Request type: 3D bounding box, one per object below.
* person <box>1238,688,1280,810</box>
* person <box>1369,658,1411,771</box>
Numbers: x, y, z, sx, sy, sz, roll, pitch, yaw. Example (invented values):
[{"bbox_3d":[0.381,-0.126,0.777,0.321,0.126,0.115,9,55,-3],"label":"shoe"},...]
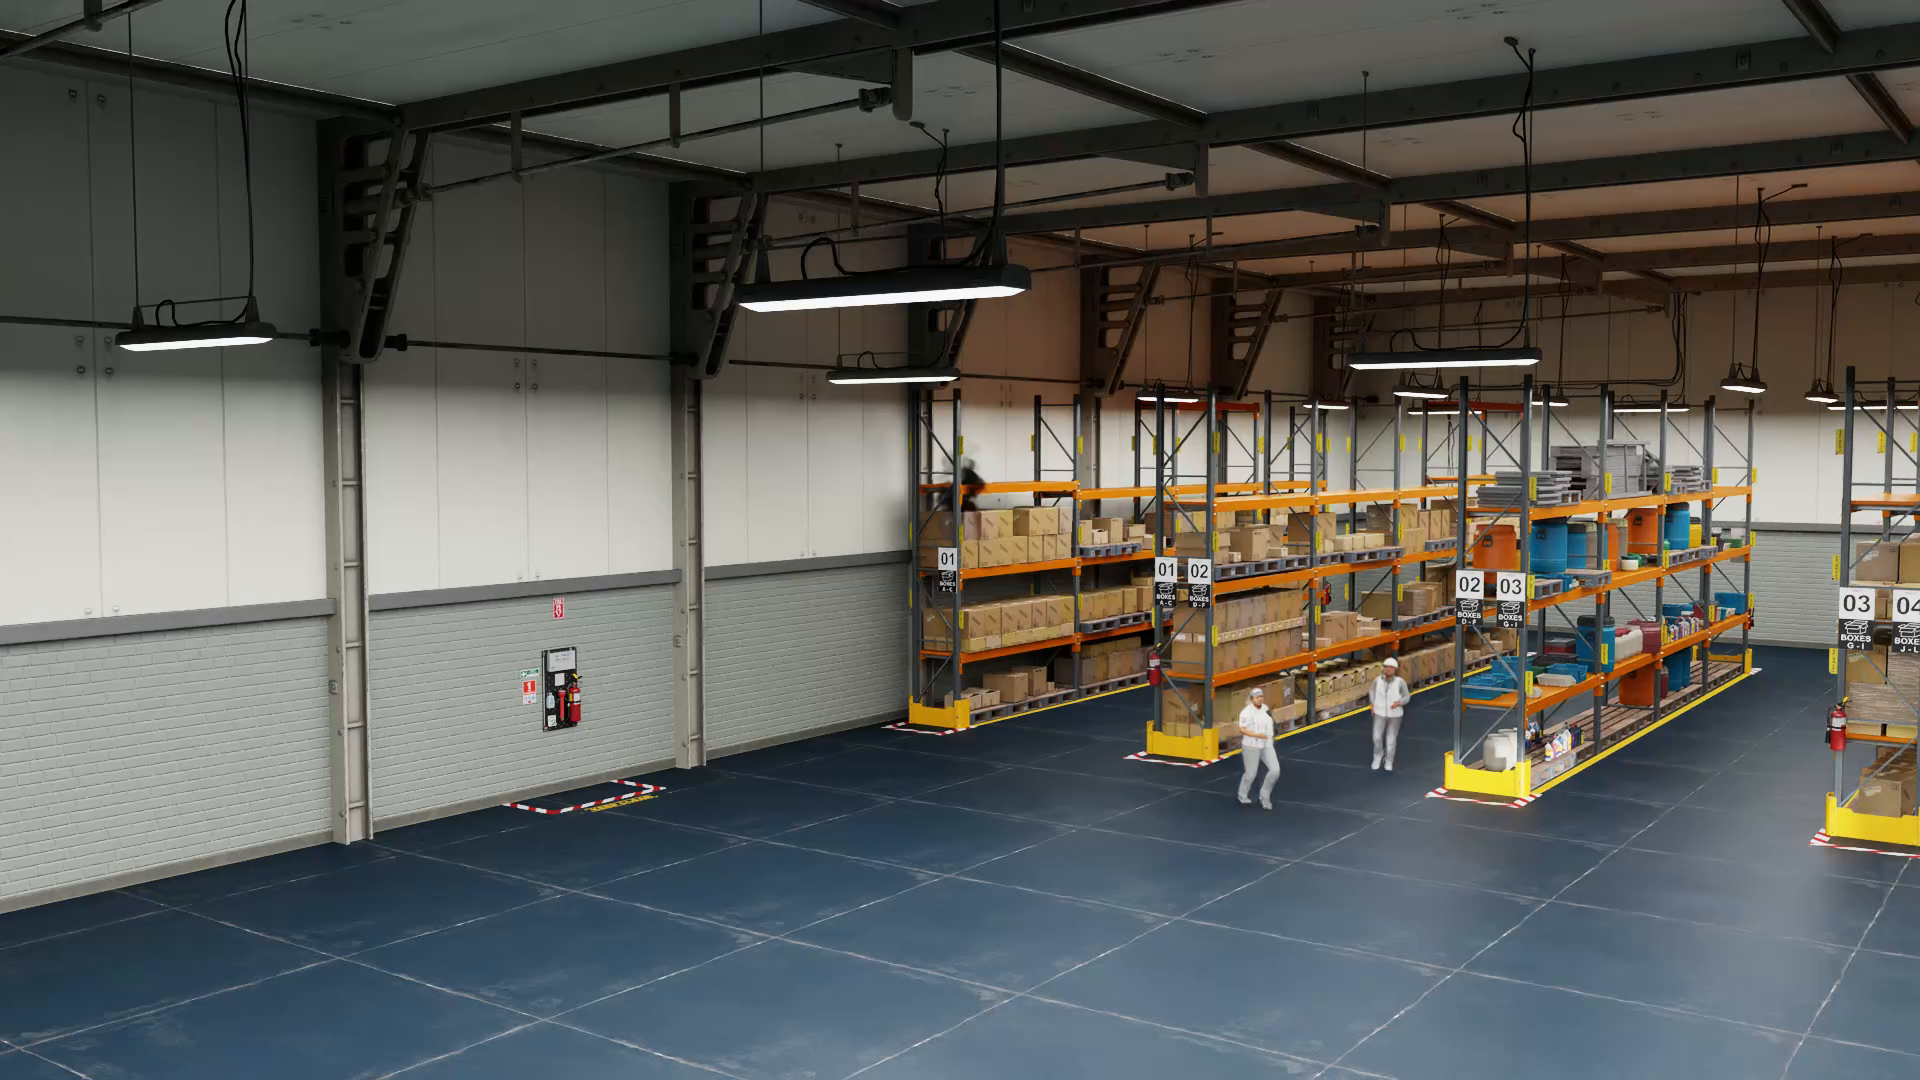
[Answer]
[{"bbox_3d":[4.110,2.883,22.961,0.608,1.693,0.687,-1,4,-22],"label":"person"},{"bbox_3d":[6.555,2.679,25.461,0.661,1.760,0.671,1,4,22],"label":"person"}]
